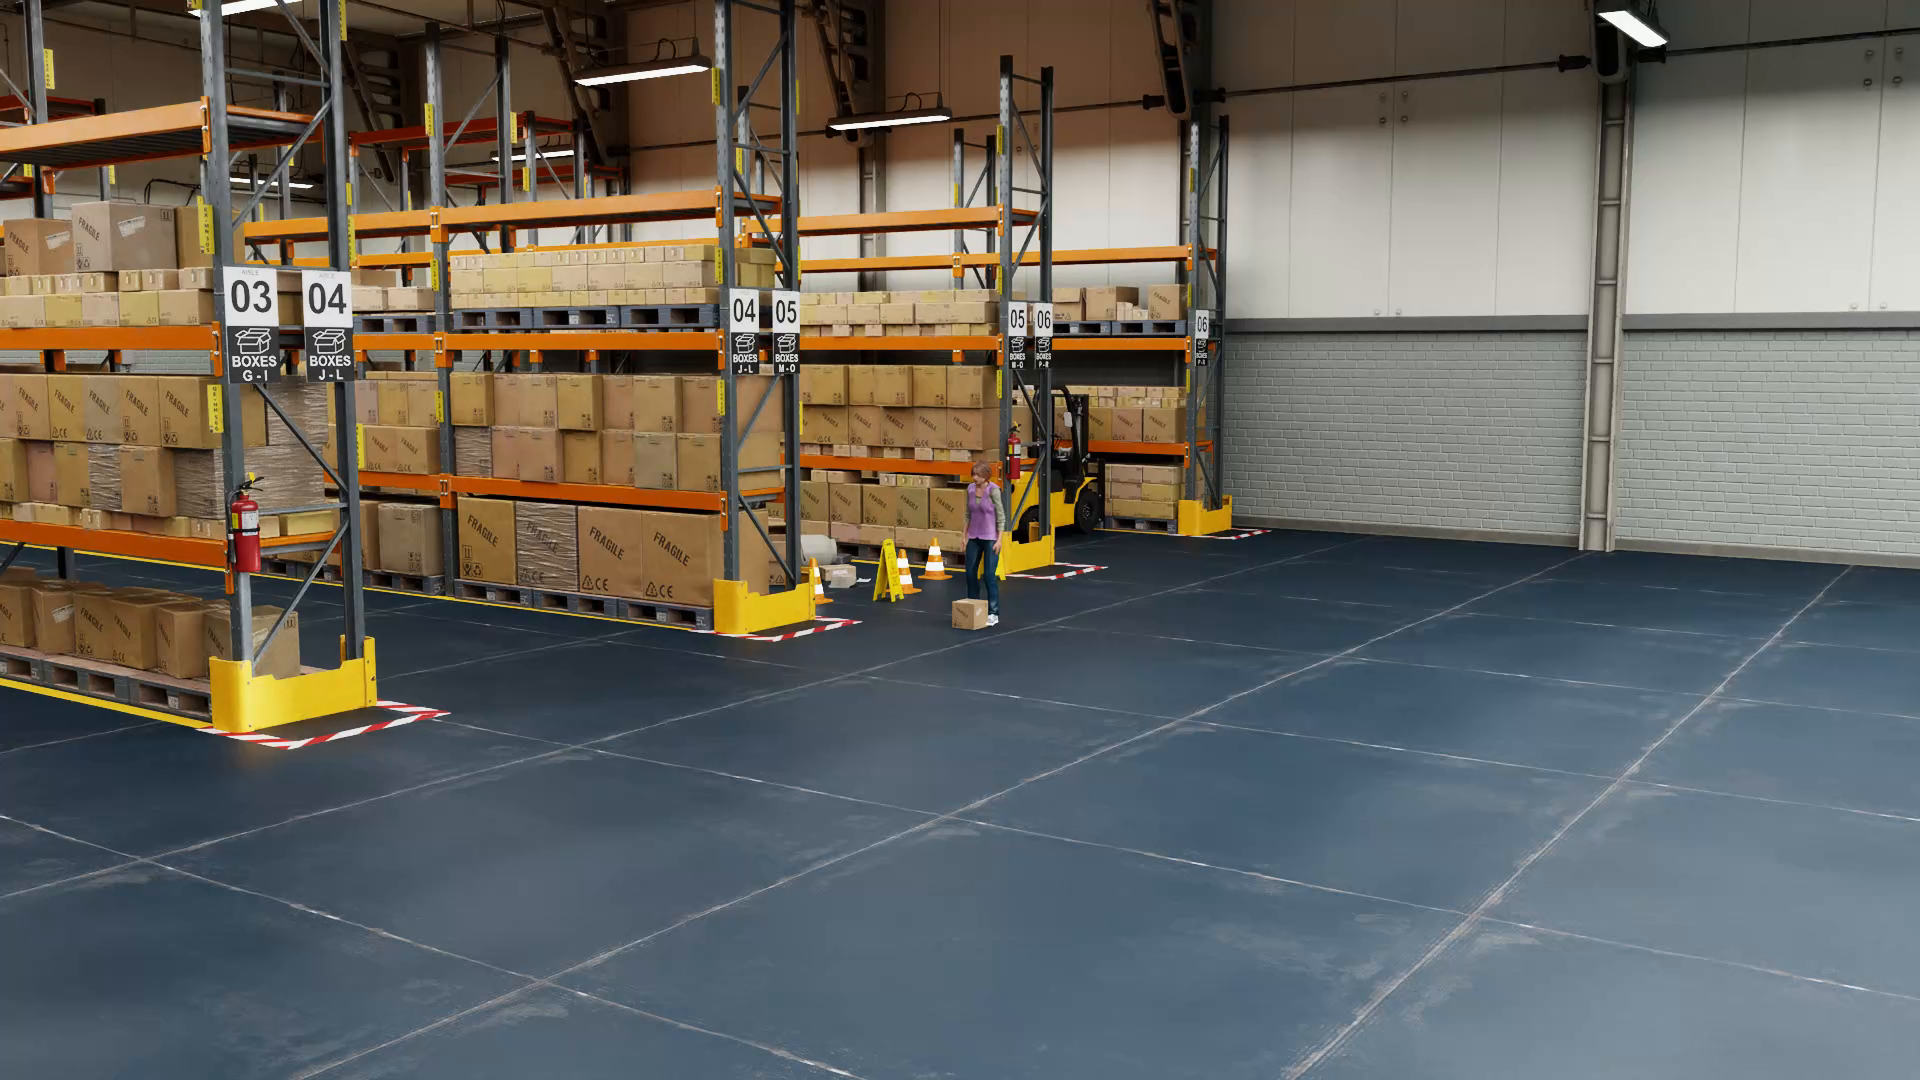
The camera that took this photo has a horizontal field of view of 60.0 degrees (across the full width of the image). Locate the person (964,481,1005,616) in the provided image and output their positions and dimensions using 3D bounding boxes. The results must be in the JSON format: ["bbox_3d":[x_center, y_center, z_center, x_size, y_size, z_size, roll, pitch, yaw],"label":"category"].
[{"bbox_3d":[0.238,0.083,16.070,0.457,1.327,0.290,4,8,33],"label":"person"}]
